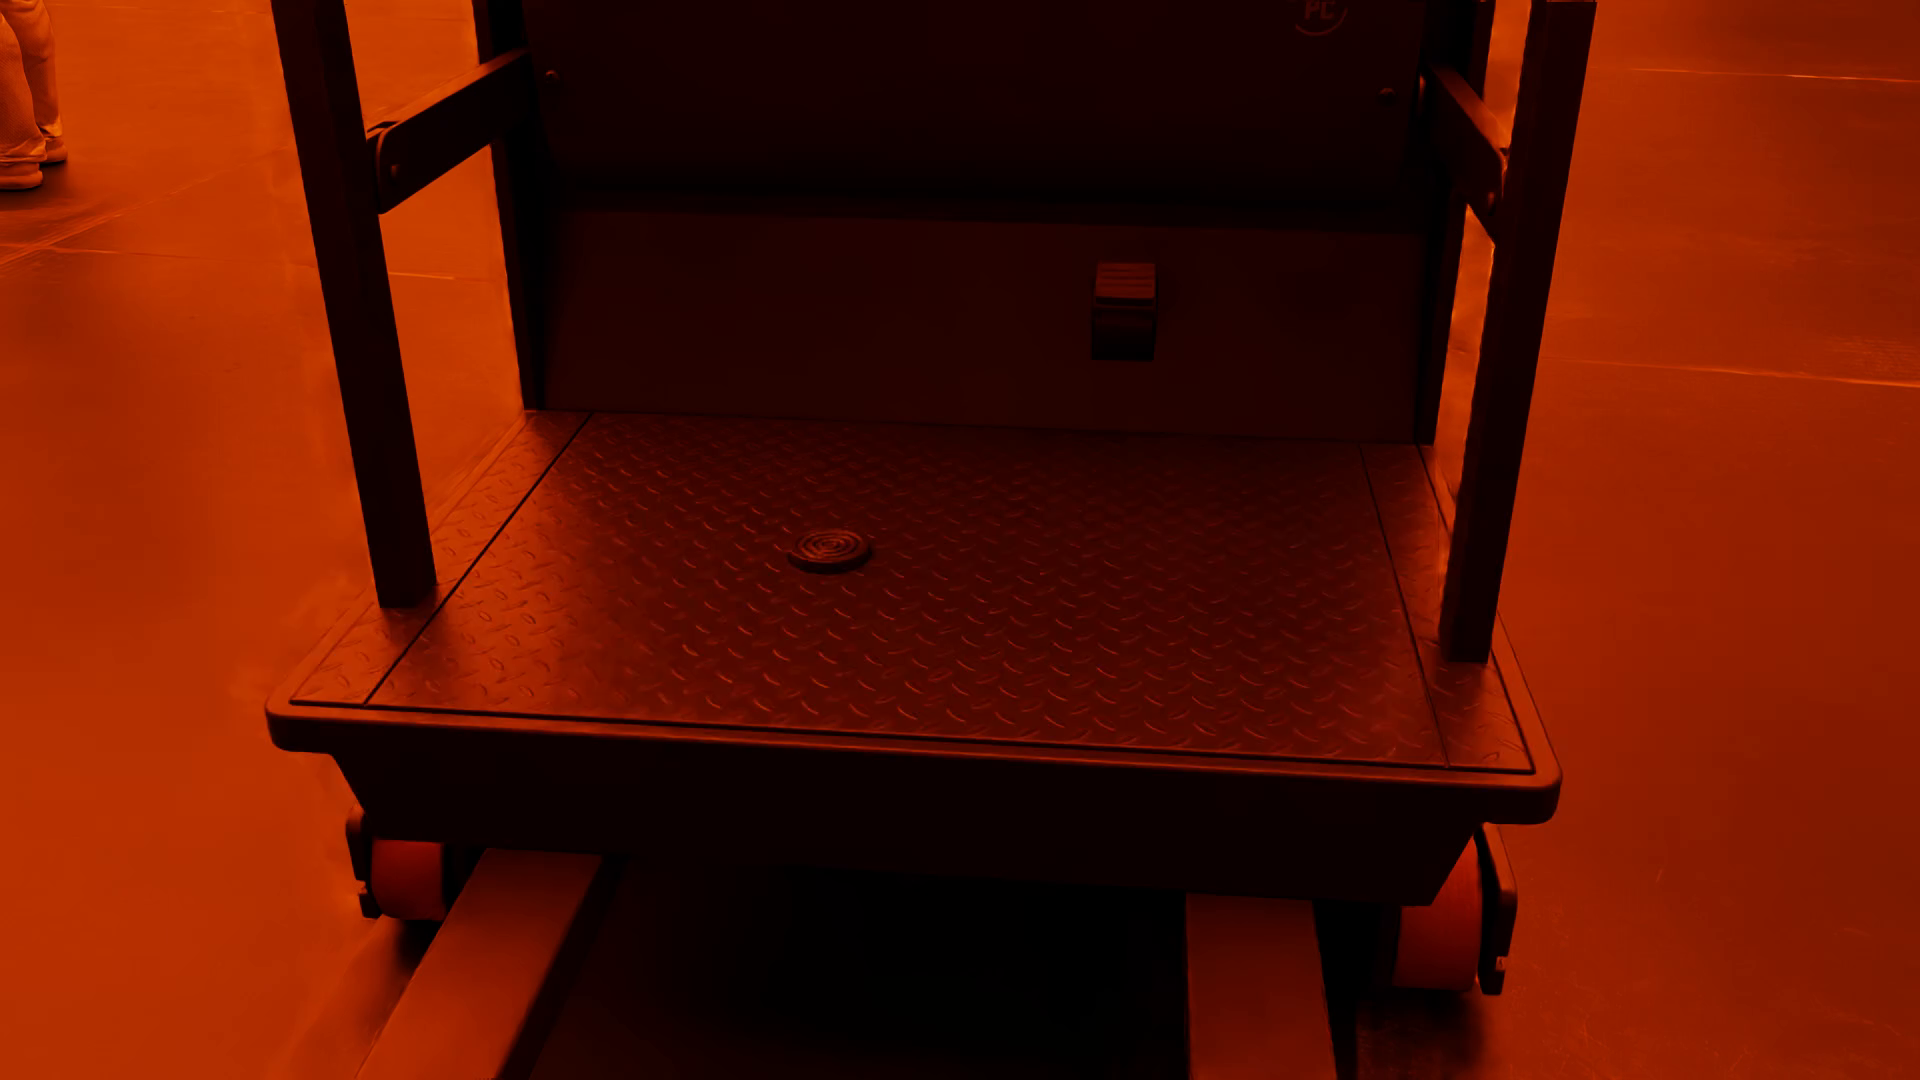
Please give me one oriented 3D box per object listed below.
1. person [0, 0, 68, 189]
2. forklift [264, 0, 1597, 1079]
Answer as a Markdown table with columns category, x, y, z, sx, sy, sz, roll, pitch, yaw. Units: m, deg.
| category | x | y | z | sx | sy | sz | roll | pitch | yaw |
| --- | --- | --- | --- | --- | --- | --- | --- | --- | --- |
| person | -2.504 | -1.726 | 3.944 | 0.574 | 1.769 | 0.665 | 6 | 27 | 12 |
| forklift | -0.012 | -1.030 | 1.288 | 1.130 | 2.935 | 3.031 | 3 | 27 | 5 |
